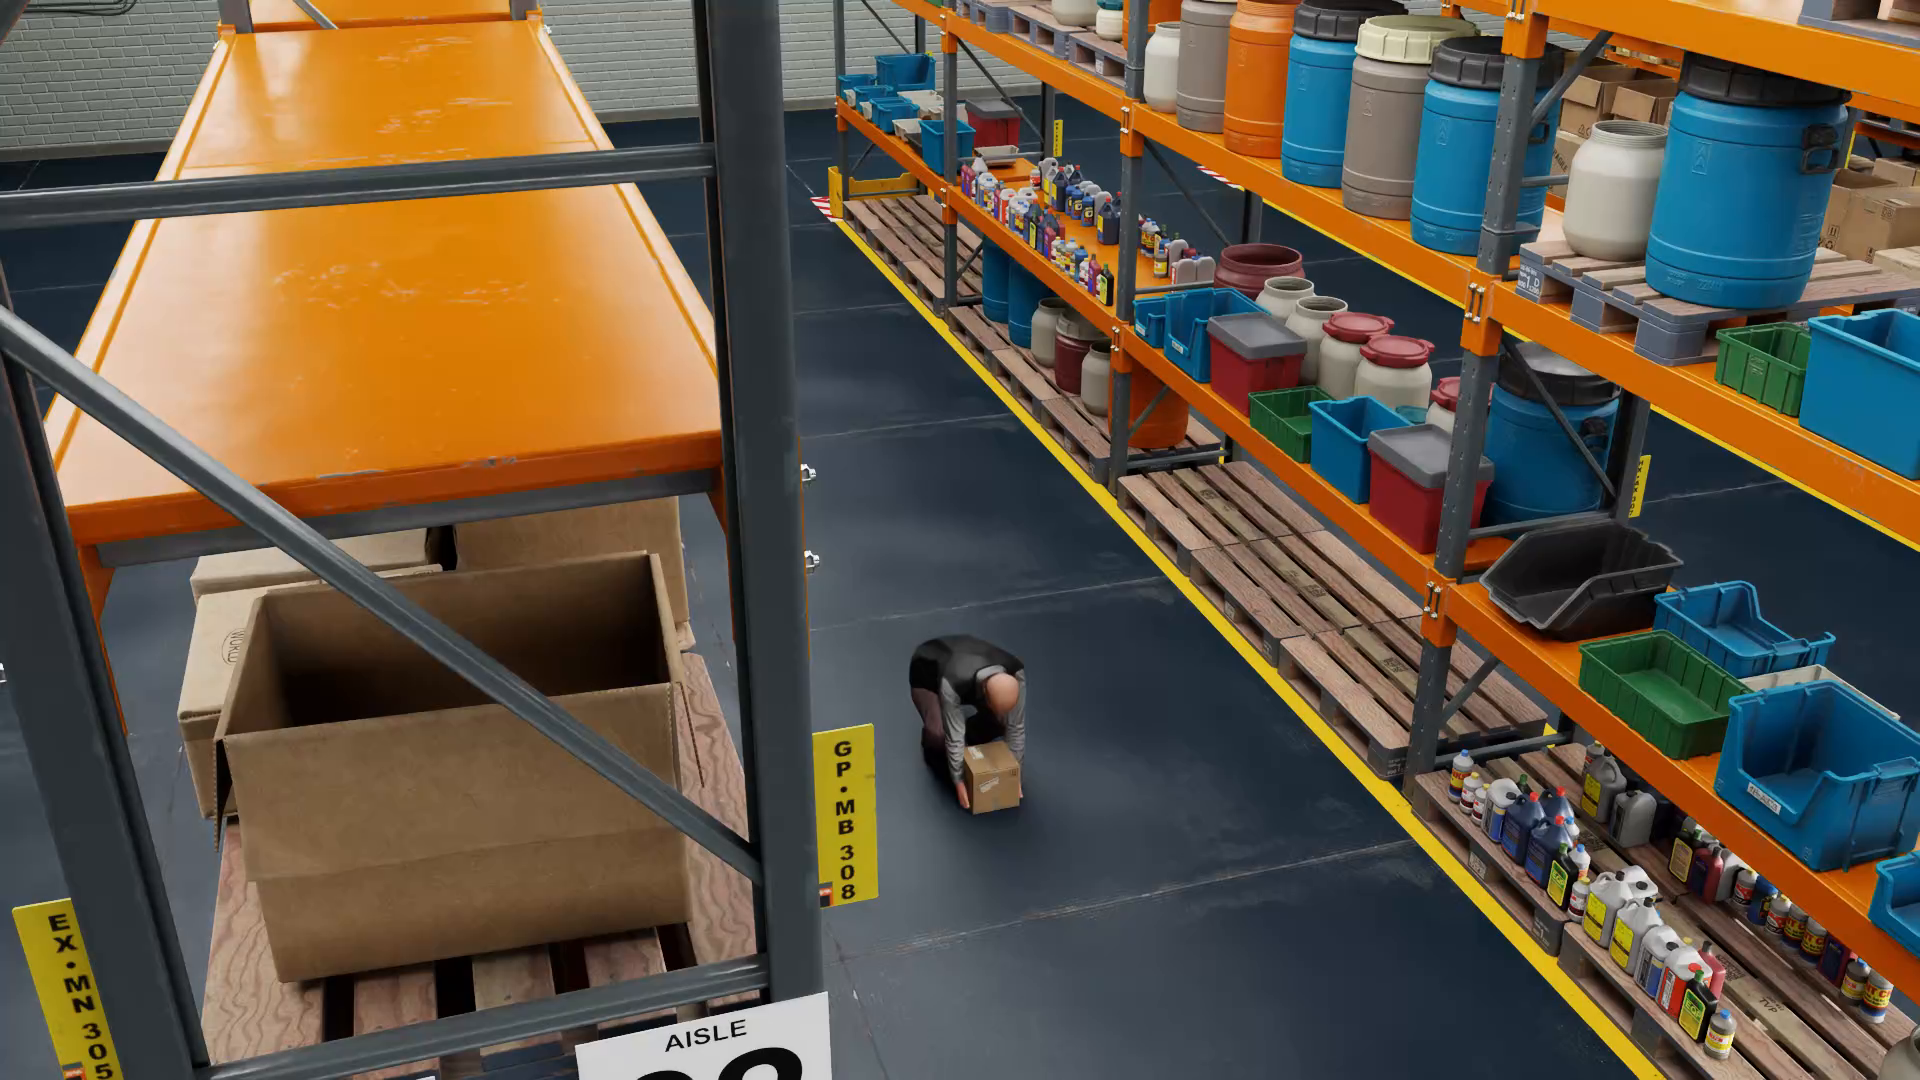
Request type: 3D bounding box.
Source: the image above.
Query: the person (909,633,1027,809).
[{"bbox_3d":[0.051,0.907,8.743,0.519,0.837,0.907,-8,27,-17],"label":"person"}]
